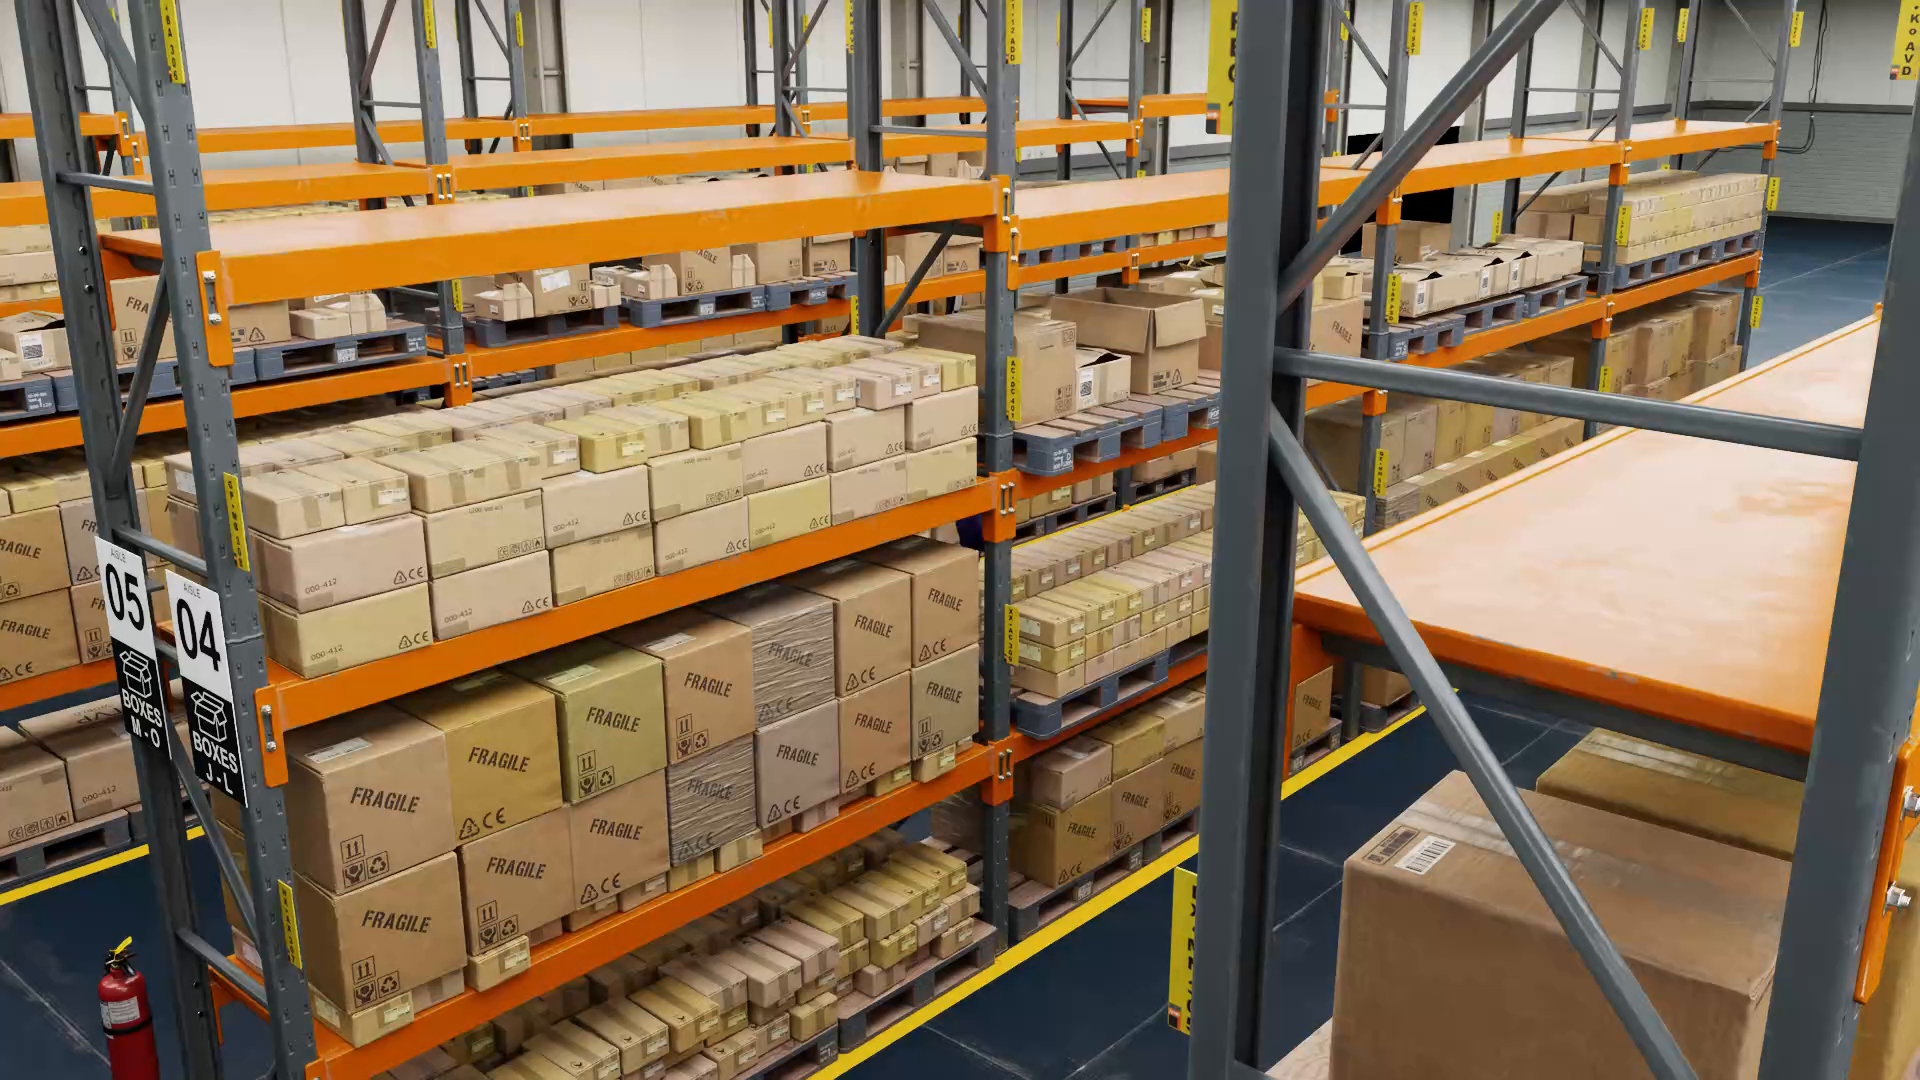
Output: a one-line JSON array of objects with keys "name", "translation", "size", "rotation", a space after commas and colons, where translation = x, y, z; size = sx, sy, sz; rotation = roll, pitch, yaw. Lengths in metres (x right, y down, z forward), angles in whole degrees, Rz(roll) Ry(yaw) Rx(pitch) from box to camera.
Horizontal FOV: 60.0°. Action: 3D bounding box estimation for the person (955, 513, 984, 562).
[{"name": "person", "translation": [0.195, -0.163, 14.768], "size": [0.557, 1.650, 0.372], "rotation": [12, 21, 34]}]
